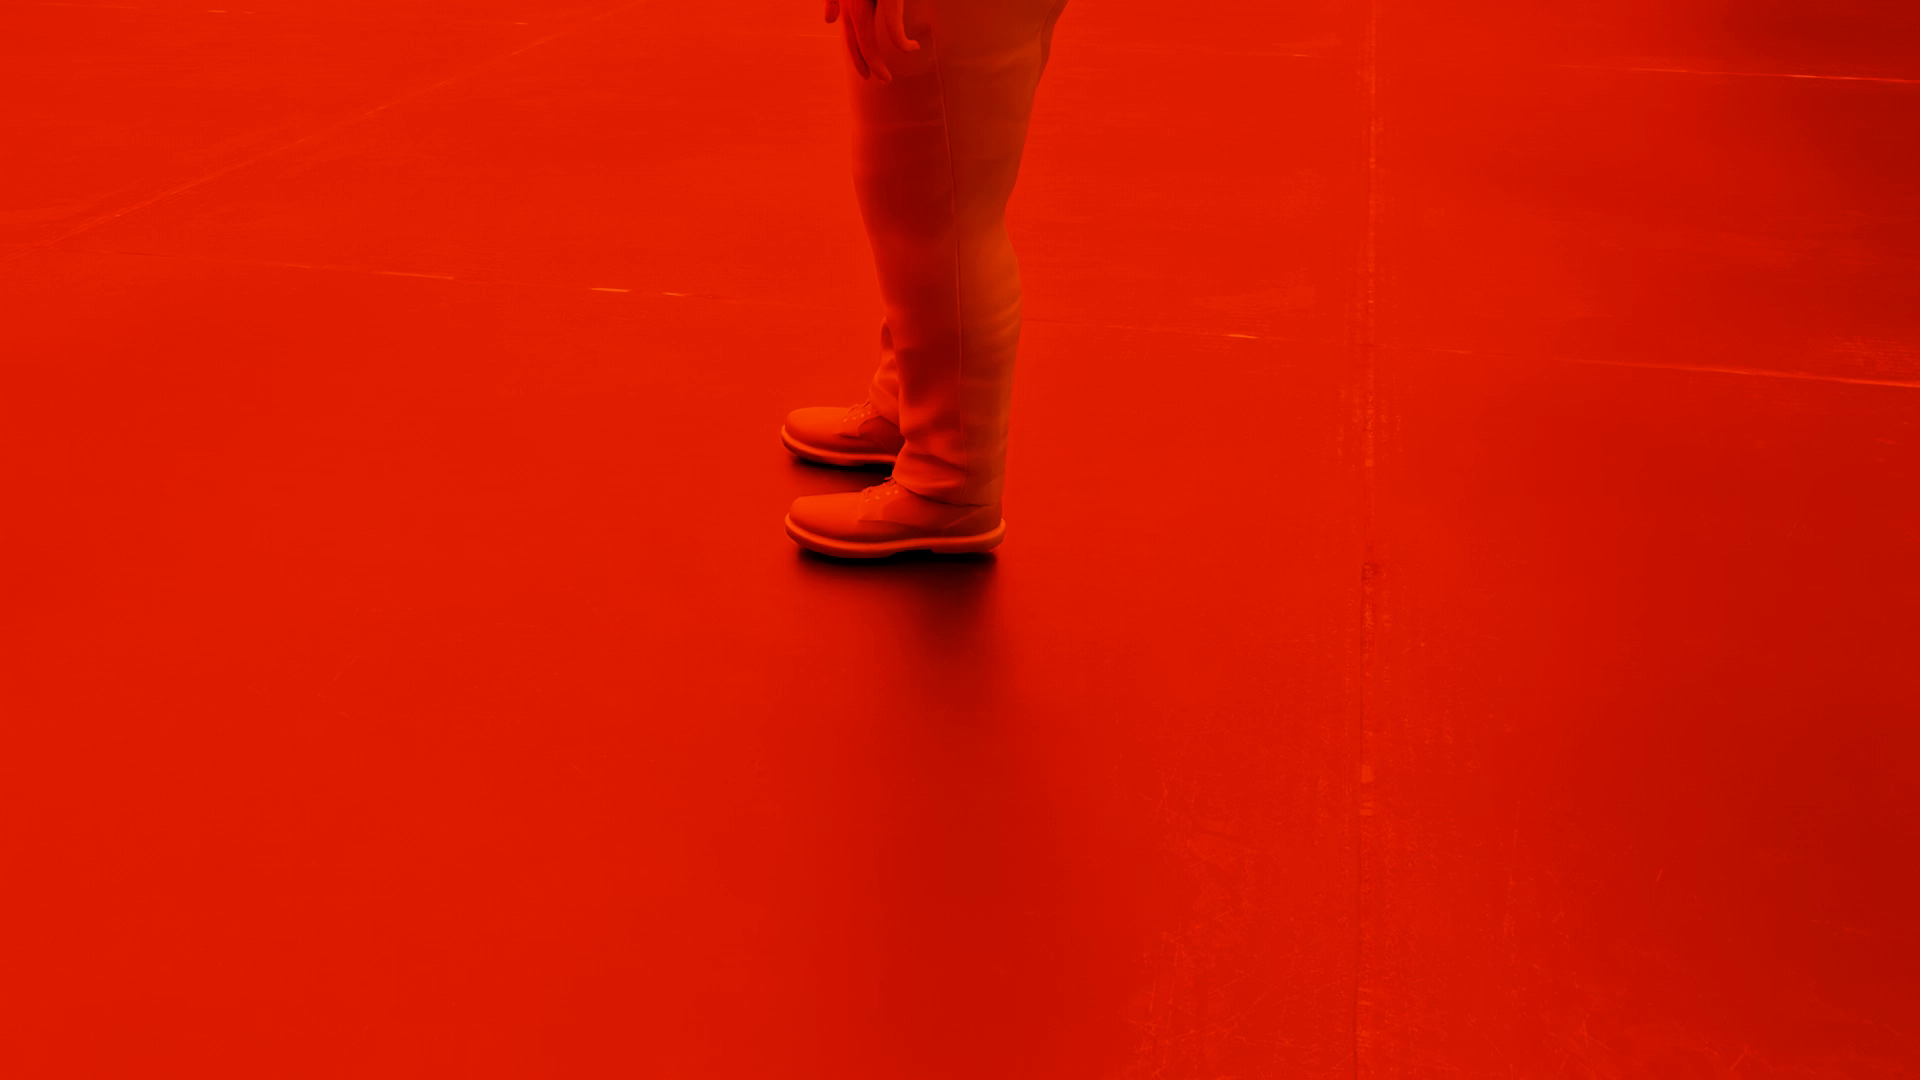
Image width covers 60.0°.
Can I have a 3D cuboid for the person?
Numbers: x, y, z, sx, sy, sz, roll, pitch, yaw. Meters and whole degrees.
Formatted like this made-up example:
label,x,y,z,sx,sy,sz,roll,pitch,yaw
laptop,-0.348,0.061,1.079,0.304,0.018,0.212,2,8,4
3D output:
label,x,y,z,sx,sy,sz,roll,pitch,yaw
person,-0.074,-0.816,2.120,0.574,1.780,0.641,6,27,11
